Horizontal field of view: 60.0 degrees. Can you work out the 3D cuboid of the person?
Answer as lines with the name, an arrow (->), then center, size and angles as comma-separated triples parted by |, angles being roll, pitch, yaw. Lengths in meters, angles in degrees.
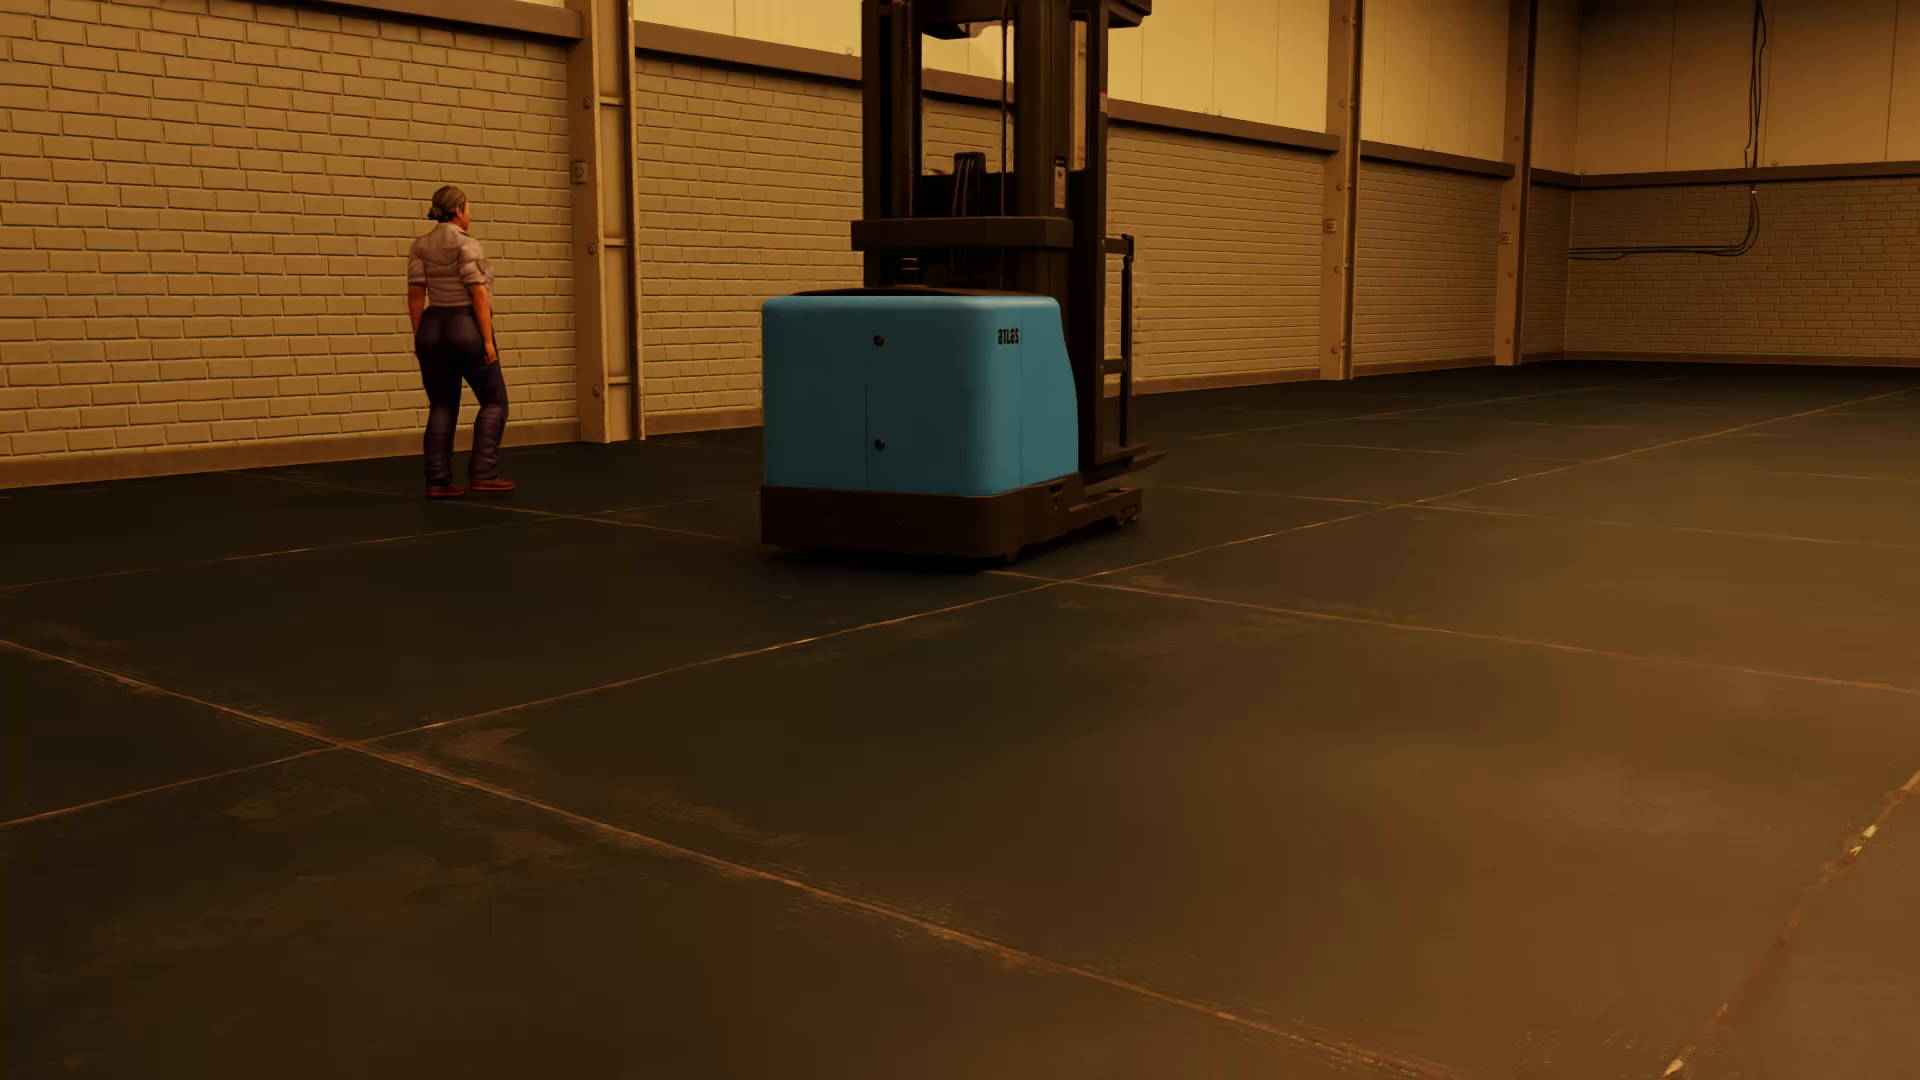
person -> -2.668, -1.045, 8.853 | 0.499, 1.651, 0.373 | 3, 9, 20

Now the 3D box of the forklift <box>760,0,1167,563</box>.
forklift -> 0.232, -1.535, 7.769 | 1.130, 2.935, 3.031 | 4, 9, 23
